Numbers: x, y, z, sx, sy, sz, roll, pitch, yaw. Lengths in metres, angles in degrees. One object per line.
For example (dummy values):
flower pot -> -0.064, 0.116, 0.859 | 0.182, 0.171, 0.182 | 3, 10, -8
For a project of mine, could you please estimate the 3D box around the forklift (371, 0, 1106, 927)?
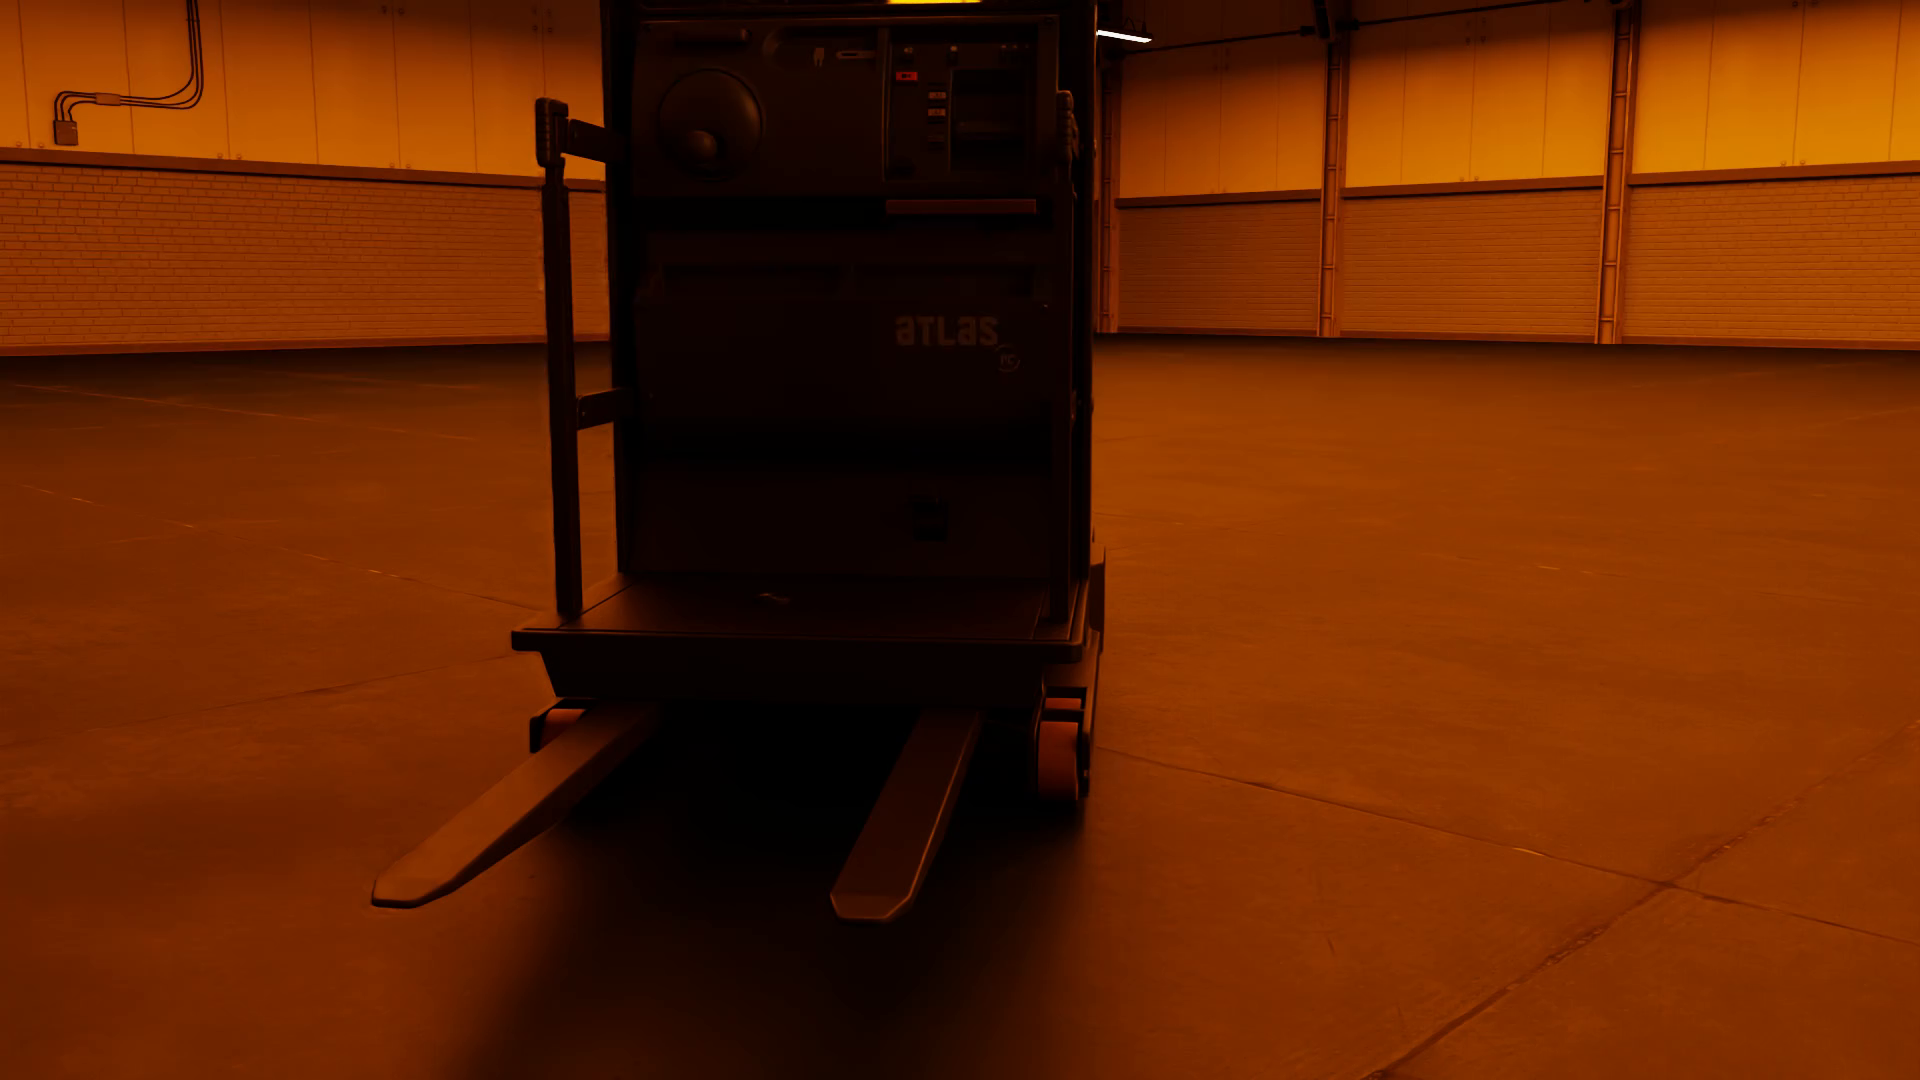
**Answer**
forklift -> -0.270, -0.983, 3.404 | 1.130, 2.935, 3.031 | 1, 9, 6
